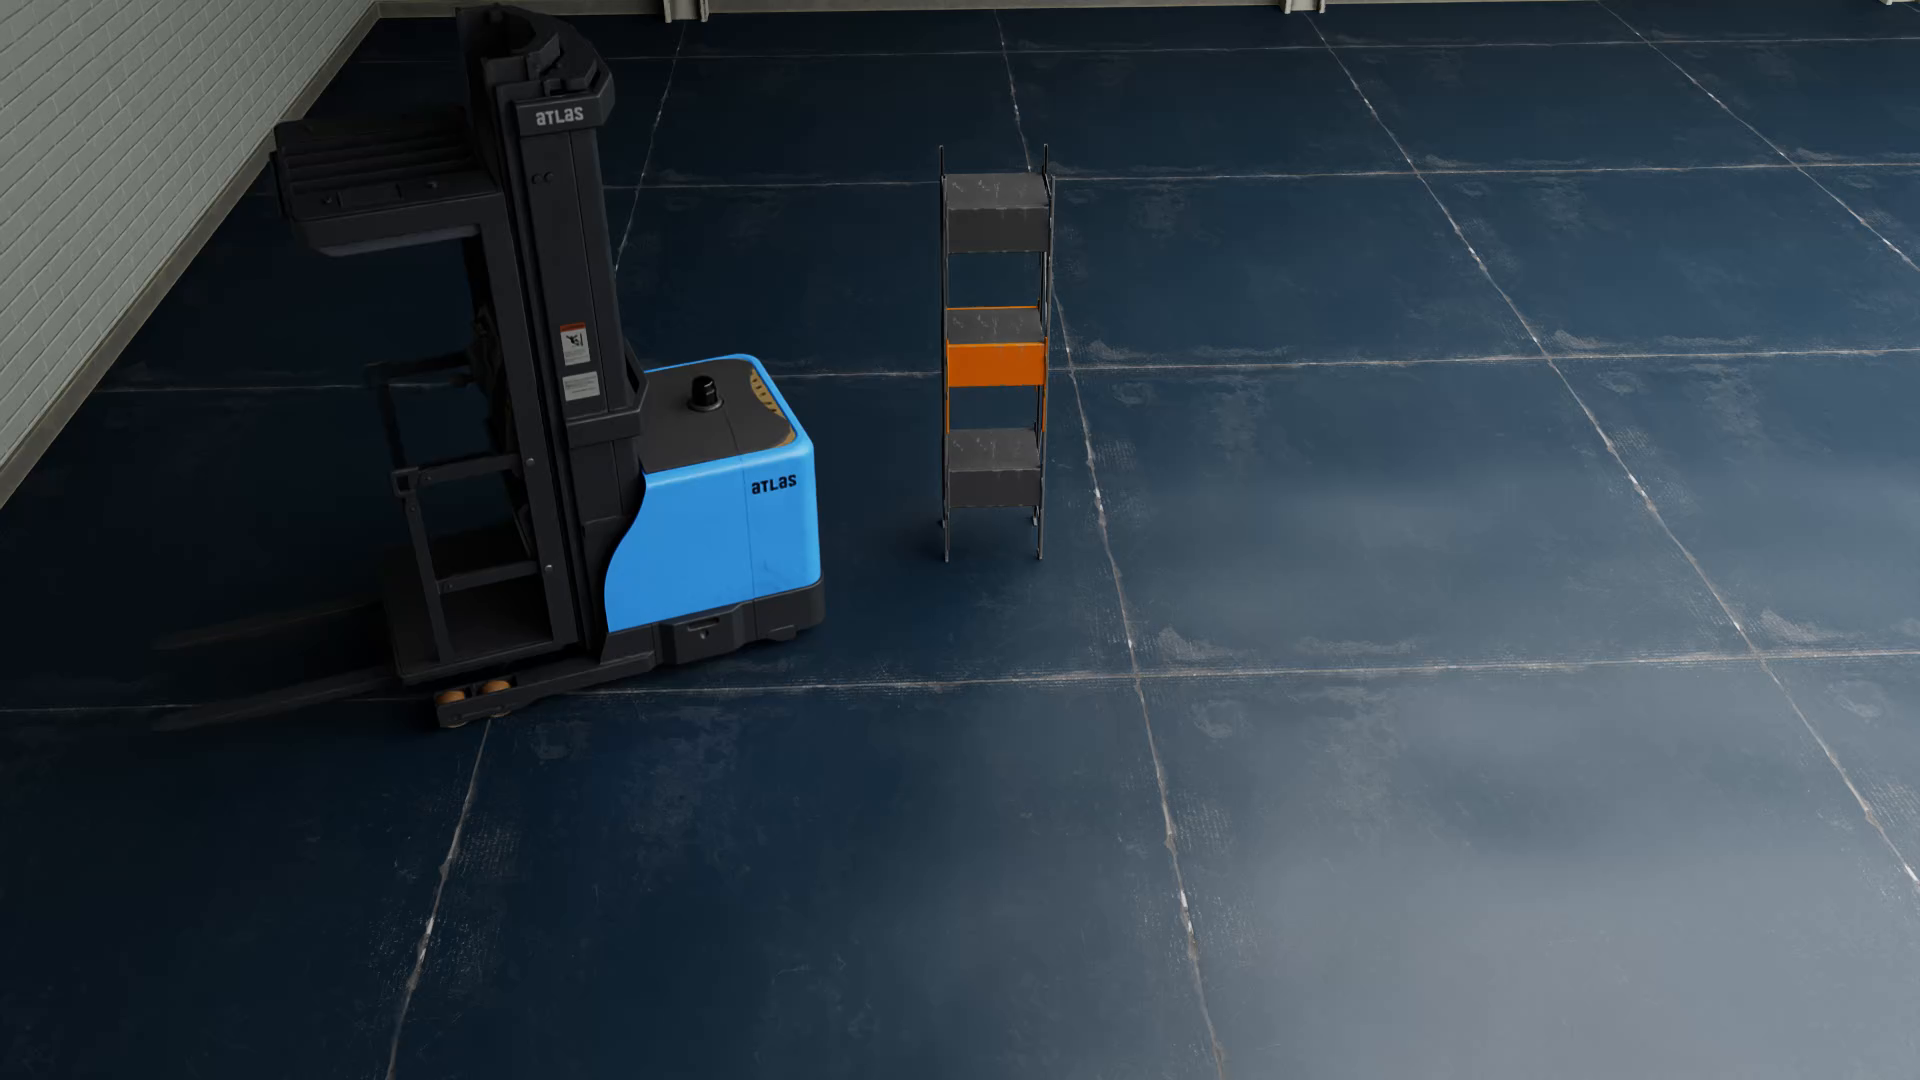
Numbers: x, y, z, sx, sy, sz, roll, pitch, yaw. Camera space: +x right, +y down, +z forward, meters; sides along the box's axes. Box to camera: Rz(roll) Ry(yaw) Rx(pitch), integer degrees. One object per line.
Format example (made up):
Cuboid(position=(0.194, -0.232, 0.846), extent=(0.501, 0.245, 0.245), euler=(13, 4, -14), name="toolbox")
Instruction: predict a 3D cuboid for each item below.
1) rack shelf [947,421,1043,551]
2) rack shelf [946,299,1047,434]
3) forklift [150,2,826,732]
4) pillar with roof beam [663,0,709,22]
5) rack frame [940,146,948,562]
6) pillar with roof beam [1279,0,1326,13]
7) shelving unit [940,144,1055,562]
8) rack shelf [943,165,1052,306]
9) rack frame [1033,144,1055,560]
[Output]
Cuboid(position=(0.165, -0.281, 8.601), extent=(0.480, 0.518, 0.431), euler=(-2, 35, -2), name="rack shelf")
Cuboid(position=(0.165, -0.857, 8.203), extent=(0.480, 0.518, 0.431), euler=(-2, 35, -2), name="rack shelf")
Cuboid(position=(-2.224, -0.696, 7.216), extent=(3.031, 2.935, 1.130), euler=(-13, 37, -18), name="forklift")
Cuboid(position=(-2.438, -6.317, 10.006), extent=(0.400, 9.000, 9.100), euler=(-2, 35, -2), name="pillar with roof beam")
Cuboid(position=(-0.078, -0.861, 8.186), extent=(0.015, 2.100, 0.400), euler=(-2, 35, -2), name="rack frame")
Cuboid(position=(3.555, -6.478, 10.239), extent=(0.400, 9.000, 9.100), euler=(-2, 35, -2), name="pillar with roof beam")
Cuboid(position=(0.165, -0.868, 8.195), extent=(0.503, 2.100, 0.431), euler=(-2, 35, -2), name="shelving unit")
Cuboid(position=(0.165, -1.432, 7.805), extent=(0.480, 0.518, 0.431), euler=(-2, 35, -2), name="rack shelf")
Cuboid(position=(0.409, -0.874, 8.205), extent=(0.015, 2.100, 0.400), euler=(-2, 35, -2), name="rack frame")
